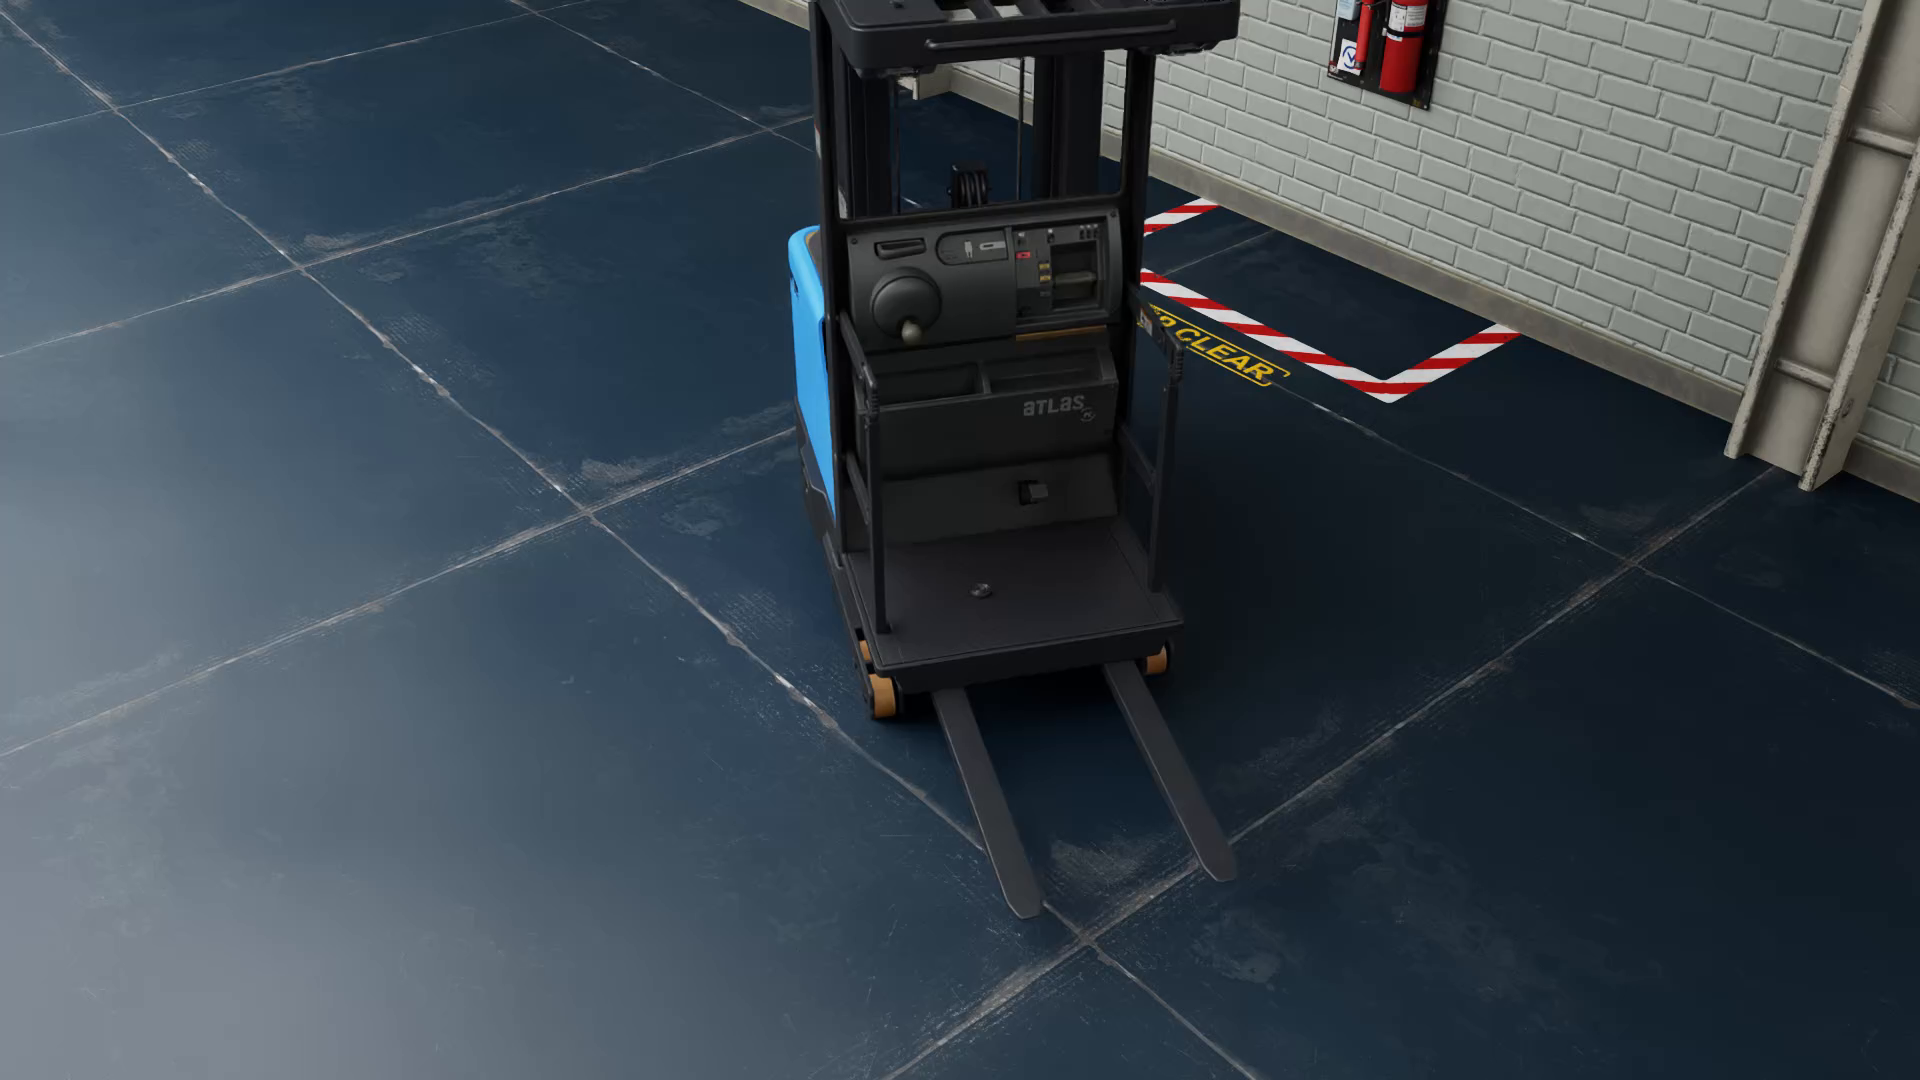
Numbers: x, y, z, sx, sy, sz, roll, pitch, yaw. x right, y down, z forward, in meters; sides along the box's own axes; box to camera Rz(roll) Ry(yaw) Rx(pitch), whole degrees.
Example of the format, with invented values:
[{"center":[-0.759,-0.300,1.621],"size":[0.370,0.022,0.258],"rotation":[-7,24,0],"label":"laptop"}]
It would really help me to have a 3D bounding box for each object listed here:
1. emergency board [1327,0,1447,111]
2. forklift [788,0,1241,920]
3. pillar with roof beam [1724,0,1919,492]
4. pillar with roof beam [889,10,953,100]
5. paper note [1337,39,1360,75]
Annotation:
[{"center":[2.021,-2.676,7.933],"size":[0.194,1.169,0.643],"rotation":[-26,43,-32],"label":"emergency board"},{"center":[0.142,-0.812,5.361],"size":[1.130,2.935,3.031],"rotation":[-8,36,-11],"label":"forklift"},{"center":[0.298,-2.413,2.372],"size":[9.100,9.000,0.400],"rotation":[-26,43,-32],"label":"pillar with roof beam"},{"center":[-3.574,-5.062,6.112],"size":[9.100,9.000,0.400],"rotation":[-26,43,-32],"label":"pillar with roof beam"},{"center":[1.959,-2.421,8.335],"size":[0.016,0.148,0.142],"rotation":[-26,43,-32],"label":"paper note"}]
